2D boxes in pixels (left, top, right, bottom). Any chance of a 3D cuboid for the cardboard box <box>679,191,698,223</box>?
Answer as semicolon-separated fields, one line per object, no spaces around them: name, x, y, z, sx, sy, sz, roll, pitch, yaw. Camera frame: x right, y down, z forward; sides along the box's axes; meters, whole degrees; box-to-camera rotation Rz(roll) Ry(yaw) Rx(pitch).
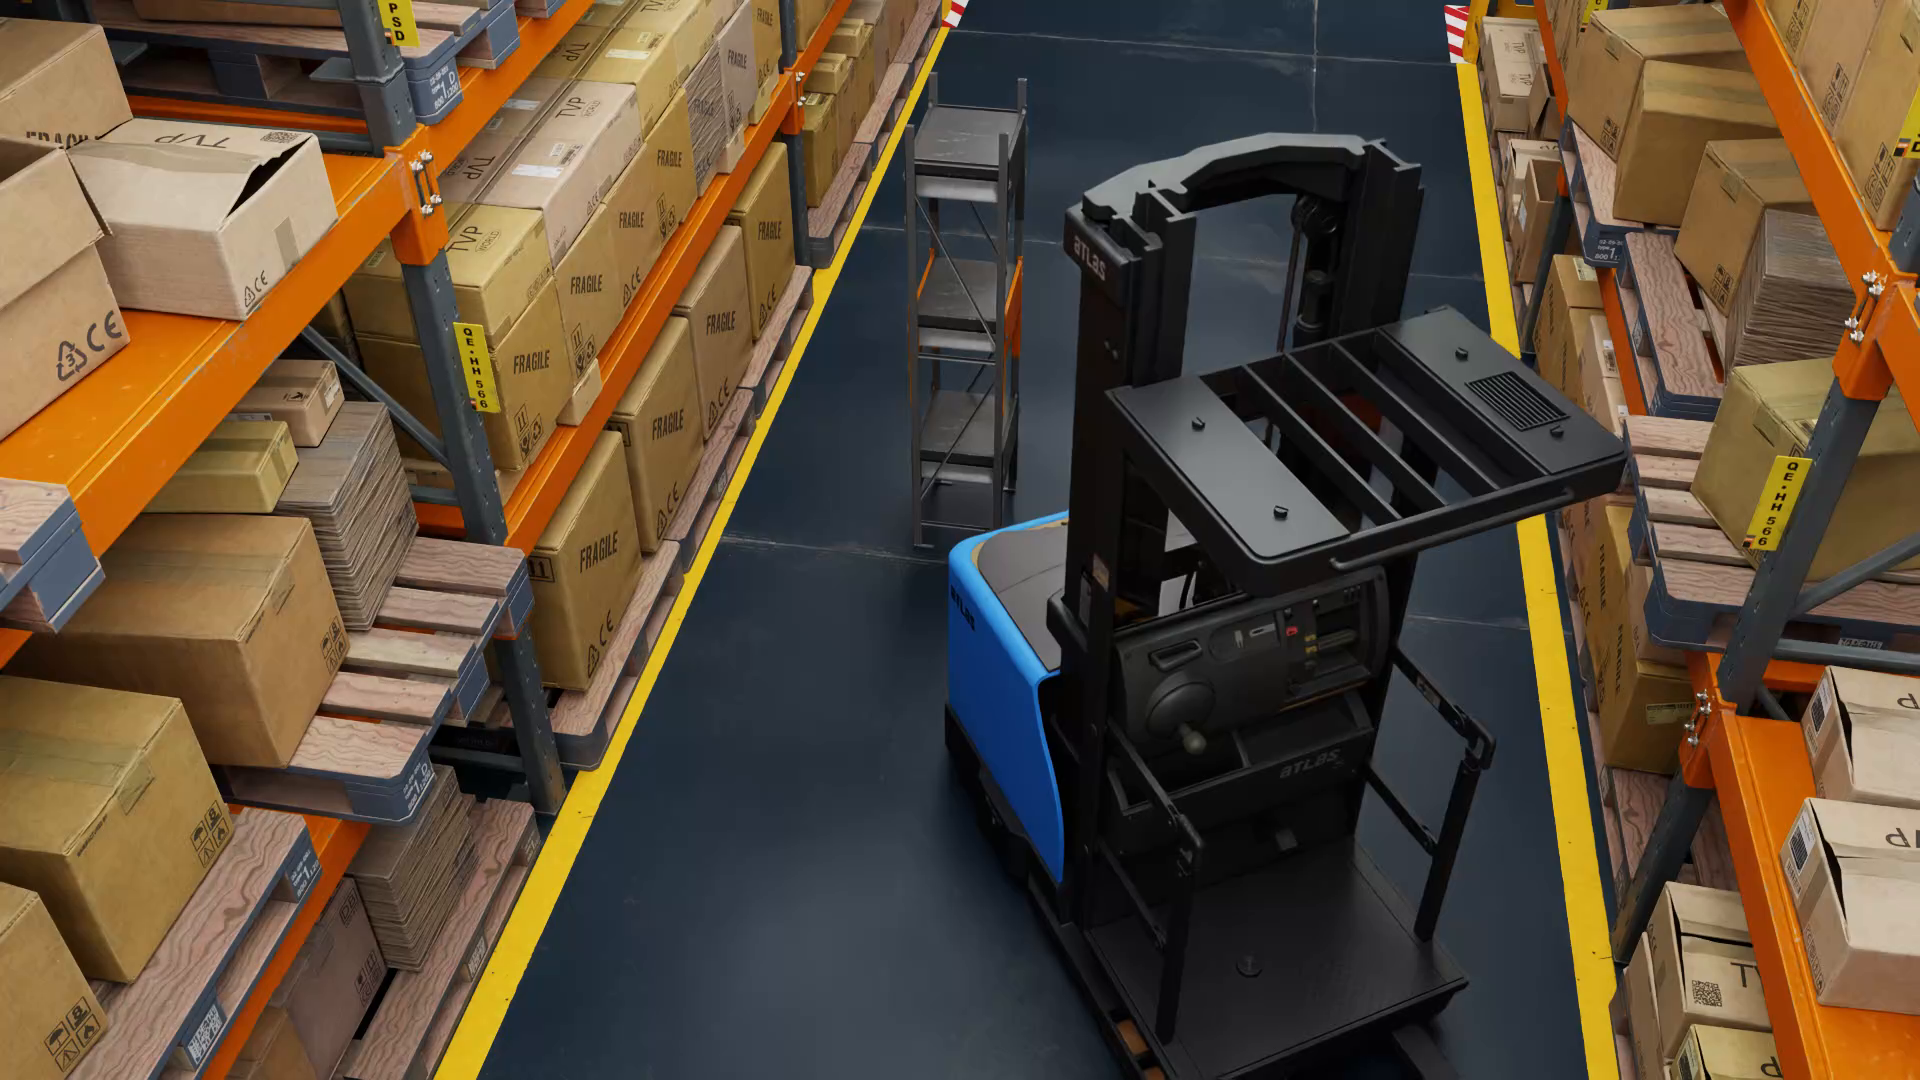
cardboard box;-1.398;-1.559;7.463;0.380;0.149;0.250;5;40;6

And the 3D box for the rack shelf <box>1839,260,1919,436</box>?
rack shelf;2.486;0.746;2.704;1.077;0.370;4.000;6;40;8

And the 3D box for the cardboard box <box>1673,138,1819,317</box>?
cardboard box;3.279;-1.225;6.470;0.700;0.500;0.500;-3;40;-4

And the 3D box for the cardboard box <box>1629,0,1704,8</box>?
cardboard box;3.357;-2.910;8.053;0.500;0.500;0.500;7;40;8

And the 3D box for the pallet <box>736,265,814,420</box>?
pallet;-1.415;-1.117;8.935;1.003;0.211;1.213;6;40;8

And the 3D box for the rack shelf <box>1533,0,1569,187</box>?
rack shelf;3.870;-3.118;9.732;1.077;0.370;4.000;6;40;8

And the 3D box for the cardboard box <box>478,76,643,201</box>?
cardboard box;-1.540;-1.532;6.333;0.500;0.250;0.500;7;40;8

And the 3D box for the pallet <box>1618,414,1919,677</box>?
pallet;2.880;0.011;5.534;1.213;0.211;1.003;6;40;8

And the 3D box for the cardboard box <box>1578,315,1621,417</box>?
cardboard box;3.027;-0.731;7.308;0.500;0.250;0.500;6;40;8

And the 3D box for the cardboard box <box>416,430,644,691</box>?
cardboard box;-1.791;0.046;6.698;0.750;0.750;0.750;6;40;7

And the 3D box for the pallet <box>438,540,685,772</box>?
pallet;-1.837;0.414;7.083;1.003;0.211;1.213;6;40;8

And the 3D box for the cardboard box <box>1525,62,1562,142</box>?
cardboard box;3.844;-2.528;10.067;0.797;0.503;0.637;6;40;8

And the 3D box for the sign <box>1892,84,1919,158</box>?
sign;2.298;-1.047;3.902;0.100;0.325;0.005;6;40;8

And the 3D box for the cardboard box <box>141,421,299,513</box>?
cardboard box;-2.119;-0.209;4.716;0.380;0.149;0.250;0;40;0

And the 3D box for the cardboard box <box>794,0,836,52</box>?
cardboard box;-1.246;-3.139;8.957;0.980;0.700;0.700;7;40;8

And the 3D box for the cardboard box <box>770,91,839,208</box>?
cardboard box;-1.125;-2.341;9.859;0.700;0.500;0.500;7;40;8

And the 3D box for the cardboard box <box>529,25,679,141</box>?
cardboard box;-1.458;-1.853;6.721;0.500;0.250;0.500;6;40;7

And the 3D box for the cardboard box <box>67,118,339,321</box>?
cardboard box;-1.906;-0.822;4.090;0.500;0.311;0.500;6;40;8

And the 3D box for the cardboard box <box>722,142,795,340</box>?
cardboard box;-1.340;-1.595;8.683;0.750;0.750;0.750;7;40;8

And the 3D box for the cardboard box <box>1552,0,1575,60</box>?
cardboard box;3.446;-2.845;8.758;0.500;0.500;0.500;7;40;9

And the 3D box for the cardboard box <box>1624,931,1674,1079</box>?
cardboard box;2.452;1.564;5.333;0.500;0.250;0.500;6;40;8

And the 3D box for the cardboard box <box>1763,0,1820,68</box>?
cardboard box;3.053;-1.749;5.078;0.910;0.500;0.500;6;40;8

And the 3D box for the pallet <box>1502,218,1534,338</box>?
pallet;3.644;-1.497;9.395;1.003;0.211;1.213;6;40;8

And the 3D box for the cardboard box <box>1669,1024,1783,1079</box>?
cardboard box;2.369;1.679;4.754;0.500;0.311;0.500;5;40;7

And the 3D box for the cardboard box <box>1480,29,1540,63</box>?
cardboard box;3.762;-3.347;11.322;0.380;0.166;0.250;6;40;8

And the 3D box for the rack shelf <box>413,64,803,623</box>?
rack shelf;-1.702;-1.152;7.354;1.077;0.370;4.000;6;40;8

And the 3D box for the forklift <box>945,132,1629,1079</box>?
forklift;0.992;0.446;4.911;1.130;2.935;3.031;-16;42;-18

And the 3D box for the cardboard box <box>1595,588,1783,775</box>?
cardboard box;2.763;0.551;6.346;0.500;0.500;0.500;8;40;9

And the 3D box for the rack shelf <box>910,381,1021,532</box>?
rack shelf;0.029;-0.363;7.661;0.431;0.518;0.480;6;40;8

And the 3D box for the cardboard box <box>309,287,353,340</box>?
cardboard box;-2.225;-0.937;5.613;0.500;0.250;0.500;7;40;9

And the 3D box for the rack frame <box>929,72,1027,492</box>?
rack frame;0.071;-1.066;7.392;0.400;2.100;0.015;6;40;8

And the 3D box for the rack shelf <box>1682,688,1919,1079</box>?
rack shelf;2.486;1.902;3.660;1.077;0.370;4.000;6;40;8

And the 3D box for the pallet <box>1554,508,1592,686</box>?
pallet;3.212;0.217;7.322;1.003;0.211;1.213;6;40;8

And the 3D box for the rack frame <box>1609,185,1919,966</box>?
rack frame;2.832;0.370;4.949;1.000;3.000;0.127;6;40;8

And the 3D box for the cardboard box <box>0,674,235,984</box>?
cardboard box;-2.313;0.698;4.128;0.700;0.500;0.500;6;40;8

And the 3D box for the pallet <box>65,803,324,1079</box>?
pallet;-2.350;1.147;4.159;1.003;0.211;1.213;6;40;8

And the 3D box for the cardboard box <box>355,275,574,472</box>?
cardboard box;-1.712;-0.612;5.808;0.500;0.500;0.500;8;40;9

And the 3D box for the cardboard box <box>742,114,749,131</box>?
cardboard box;-1.245;-2.033;8.037;0.380;0.149;0.250;8;40;9

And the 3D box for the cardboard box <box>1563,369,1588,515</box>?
cardboard box;3.025;-0.421;7.522;0.500;0.500;0.500;7;40;8

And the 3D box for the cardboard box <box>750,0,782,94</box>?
cardboard box;-1.187;-2.528;8.126;0.500;0.500;0.500;6;40;7

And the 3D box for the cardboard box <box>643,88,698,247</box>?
cardboard box;-1.442;-1.578;6.977;0.500;0.500;0.500;7;40;9

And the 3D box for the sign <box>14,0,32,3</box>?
sign;-2.593;-1.626;4.541;0.100;0.325;0.005;6;40;8

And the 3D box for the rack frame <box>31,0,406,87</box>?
rack frame;-2.048;-2.486;3.695;1.000;3.000;0.127;6;40;8

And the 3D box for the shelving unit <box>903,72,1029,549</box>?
shelving unit;0.029;-0.913;7.207;0.431;2.100;0.503;6;40;8

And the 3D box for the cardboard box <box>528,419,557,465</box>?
cardboard box;-1.710;-0.423;6.089;0.380;0.149;0.250;7;40;8

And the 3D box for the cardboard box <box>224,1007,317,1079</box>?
cardboard box;-2.383;1.703;4.953;0.700;0.500;0.500;6;40;7

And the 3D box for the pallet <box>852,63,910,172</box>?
pallet;-0.938;-2.846;11.027;1.003;0.211;1.213;6;40;8

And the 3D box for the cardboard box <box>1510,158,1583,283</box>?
cardboard box;3.343;-1.735;9.112;0.500;0.500;0.500;6;40;8

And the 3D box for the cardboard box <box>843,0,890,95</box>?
cardboard box;-0.859;-3.313;11.035;0.700;0.500;0.500;5;40;6
